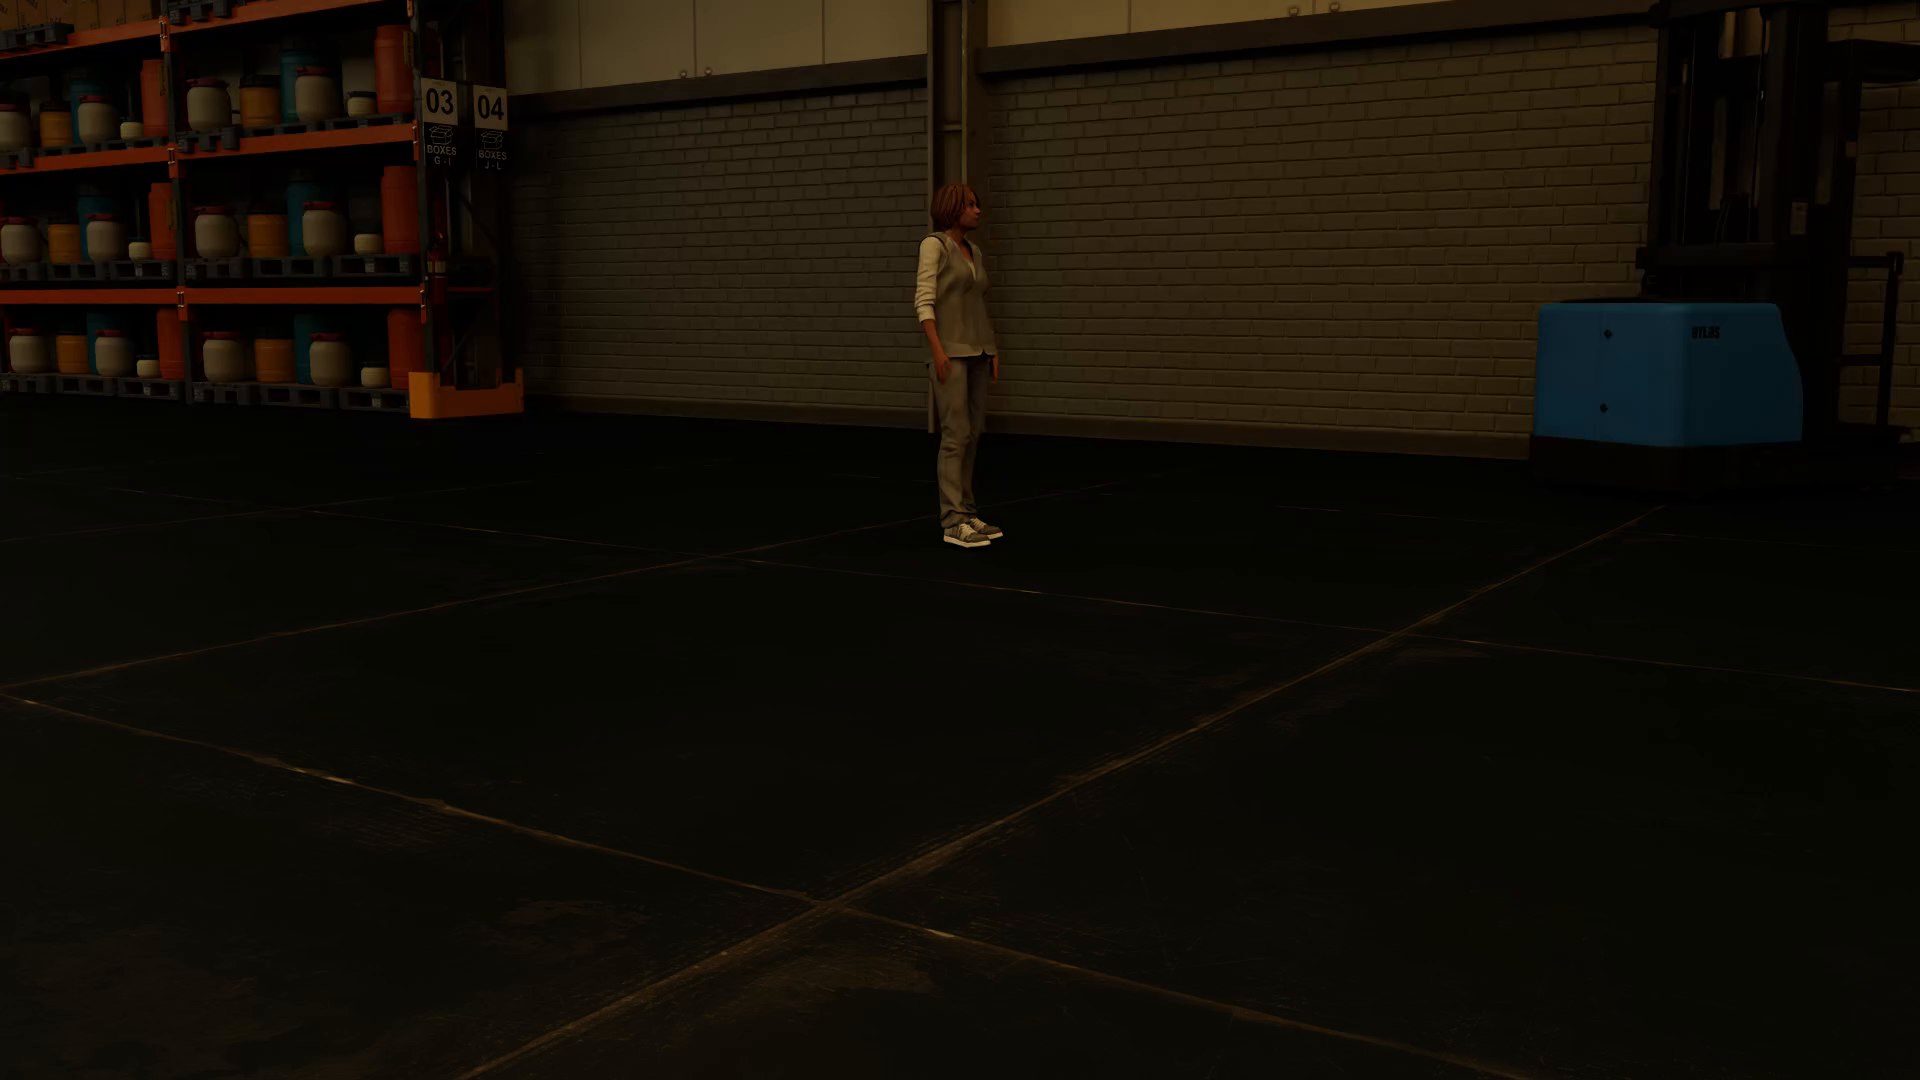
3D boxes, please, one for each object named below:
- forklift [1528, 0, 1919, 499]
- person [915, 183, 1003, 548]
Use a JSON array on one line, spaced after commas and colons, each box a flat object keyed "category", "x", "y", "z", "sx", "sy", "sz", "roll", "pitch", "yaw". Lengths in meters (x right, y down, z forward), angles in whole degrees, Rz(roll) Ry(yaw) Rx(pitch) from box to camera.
[{"category": "forklift", "x": 4.875, "y": -1.791, "z": 9.787, "sx": 3.031, "sy": 2.935, "sz": 1.130, "roll": -4, "pitch": 9, "yaw": -27}, {"category": "person", "x": 0.054, "y": -0.791, "z": 7.437, "sx": 0.473, "sy": 1.599, "sz": 0.520, "roll": 5, "pitch": 10, "yaw": 34}]
